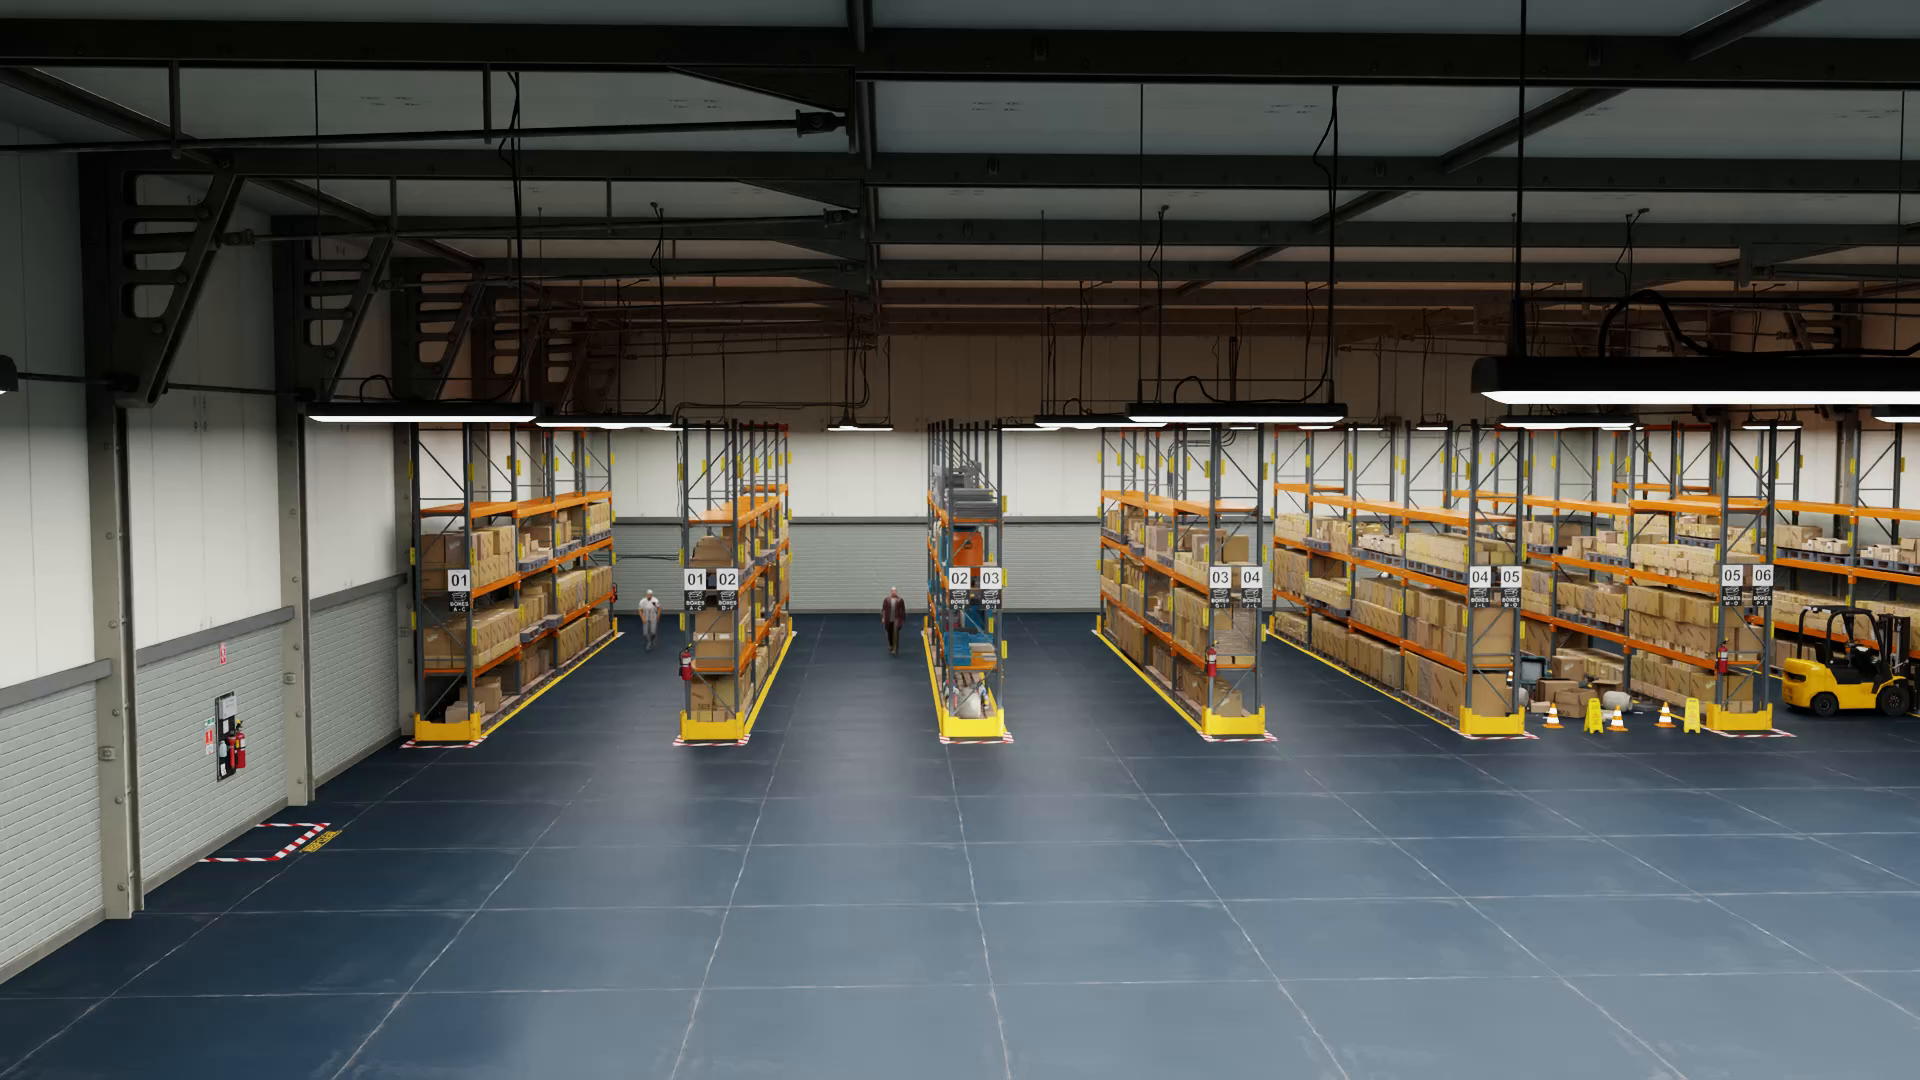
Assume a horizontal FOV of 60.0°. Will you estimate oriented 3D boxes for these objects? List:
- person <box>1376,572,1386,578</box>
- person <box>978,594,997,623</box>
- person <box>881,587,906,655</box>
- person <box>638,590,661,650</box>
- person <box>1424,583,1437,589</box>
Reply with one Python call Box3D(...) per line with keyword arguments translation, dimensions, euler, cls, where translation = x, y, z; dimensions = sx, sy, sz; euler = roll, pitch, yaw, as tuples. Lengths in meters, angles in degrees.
Box3D(translation=(12.172, 1.766, 47.994), dimensions=(0.989, 1.708, 0.517), euler=(2, 4, 24), cls="person")
Box3D(translation=(0.803, 1.693, 50.059), dimensions=(0.951, 1.605, 0.471), euler=(1, 4, 19), cls="person")
Box3D(translation=(-1.733, 2.079, 43.153), dimensions=(0.595, 1.727, 1.132), euler=(1, 4, 8), cls="person")
Box3D(translation=(-8.241, 2.110, 44.132), dimensions=(0.566, 1.613, 0.577), euler=(0, 4, -4), cls="person")
Box3D(translation=(14.176, 1.648, 49.920), dimensions=(0.929, 1.758, 0.541), euler=(-2, 4, -23), cls="person")
